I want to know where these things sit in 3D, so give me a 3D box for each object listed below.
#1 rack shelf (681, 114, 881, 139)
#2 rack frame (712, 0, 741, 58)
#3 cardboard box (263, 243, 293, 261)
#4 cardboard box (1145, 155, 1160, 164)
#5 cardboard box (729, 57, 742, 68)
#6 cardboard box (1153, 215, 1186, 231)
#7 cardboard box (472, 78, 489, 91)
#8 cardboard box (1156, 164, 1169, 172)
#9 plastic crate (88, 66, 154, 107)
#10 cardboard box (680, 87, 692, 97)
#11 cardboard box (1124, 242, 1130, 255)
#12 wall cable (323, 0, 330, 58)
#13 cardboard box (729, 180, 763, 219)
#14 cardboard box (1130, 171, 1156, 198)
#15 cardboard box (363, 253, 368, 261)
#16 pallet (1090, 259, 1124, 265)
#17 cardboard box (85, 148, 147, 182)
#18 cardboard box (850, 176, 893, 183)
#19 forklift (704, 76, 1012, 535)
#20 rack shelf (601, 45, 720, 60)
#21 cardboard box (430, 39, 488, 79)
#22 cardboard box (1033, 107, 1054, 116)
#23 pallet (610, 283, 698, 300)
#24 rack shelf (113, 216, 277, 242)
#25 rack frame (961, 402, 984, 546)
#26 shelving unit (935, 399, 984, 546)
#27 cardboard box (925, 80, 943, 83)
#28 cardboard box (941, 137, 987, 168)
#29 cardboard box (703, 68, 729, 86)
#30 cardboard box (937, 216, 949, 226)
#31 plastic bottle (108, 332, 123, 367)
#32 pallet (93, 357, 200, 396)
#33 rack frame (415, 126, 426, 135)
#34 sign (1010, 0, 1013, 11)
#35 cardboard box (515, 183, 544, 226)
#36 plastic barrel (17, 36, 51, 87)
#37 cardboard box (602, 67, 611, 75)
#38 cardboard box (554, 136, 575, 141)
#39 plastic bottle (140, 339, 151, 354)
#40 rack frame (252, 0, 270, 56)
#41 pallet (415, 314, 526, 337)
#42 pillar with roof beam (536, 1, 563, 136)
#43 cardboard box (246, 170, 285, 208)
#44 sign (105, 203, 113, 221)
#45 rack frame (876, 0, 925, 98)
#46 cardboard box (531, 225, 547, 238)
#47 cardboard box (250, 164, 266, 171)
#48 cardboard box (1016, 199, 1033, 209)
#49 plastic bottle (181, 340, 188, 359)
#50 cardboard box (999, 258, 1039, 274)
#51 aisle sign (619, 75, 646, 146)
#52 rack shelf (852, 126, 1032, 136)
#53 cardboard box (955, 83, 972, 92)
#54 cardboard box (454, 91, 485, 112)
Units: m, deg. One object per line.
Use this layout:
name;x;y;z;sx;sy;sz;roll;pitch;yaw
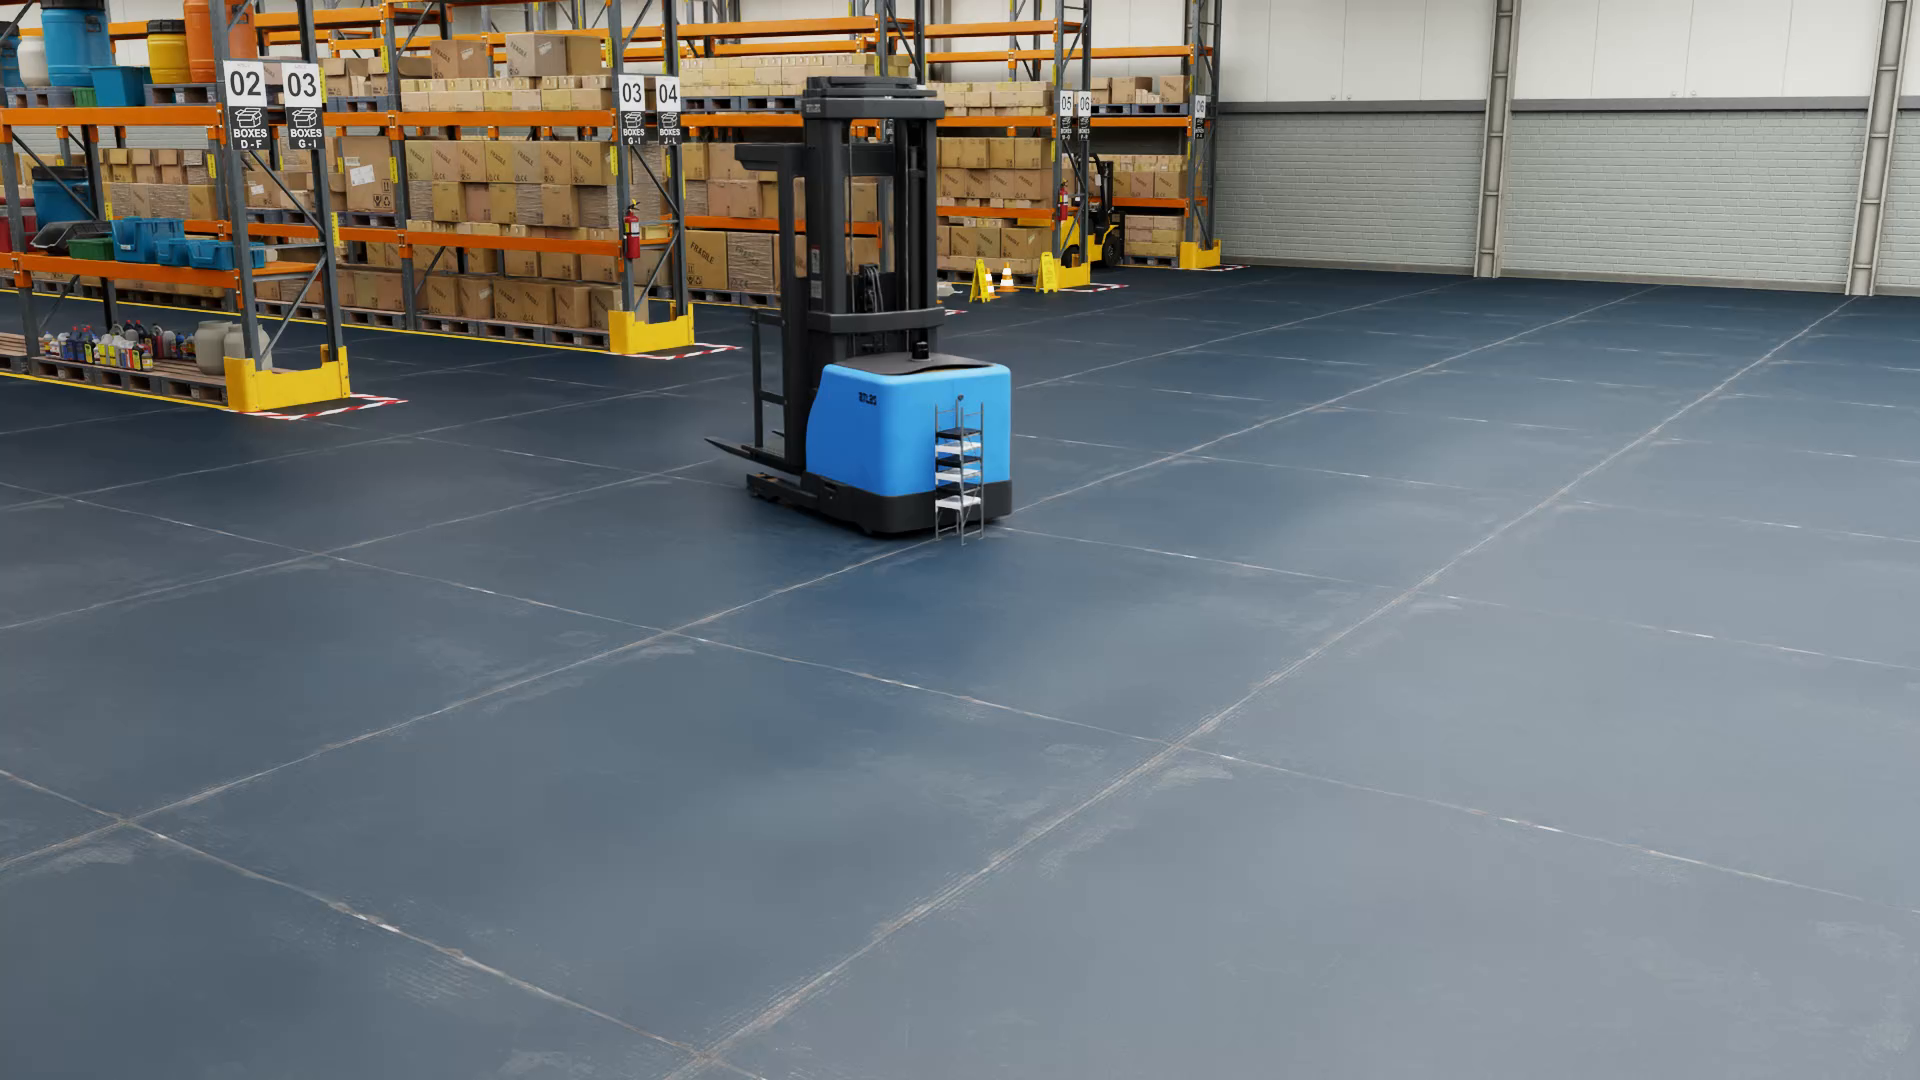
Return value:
rack shelf;-2.484;-6.133;24.611;4.000;0.370;1.077;9;17;33
rack frame;-5.336;-11.270;37.623;0.127;3.000;1.000;9;17;33
cardboard box;-9.742;-4.136;24.014;0.500;0.250;0.500;10;17;35
cardboard box;3.752;-7.319;31.970;0.250;0.149;0.380;10;17;34
cardboard box;-3.185;-7.015;24.458;0.250;0.149;0.380;9;17;33
cardboard box;4.065;-6.103;32.001;0.500;0.250;0.500;10;17;35
cardboard box;-5.795;-5.623;20.537;0.250;0.149;0.380;9;16;32
cardboard box;3.948;-7.131;31.830;0.250;0.149;0.380;9;17;34
plastic crate;-8.192;-4.439;16.304;0.575;0.384;0.392;9;17;33
cardboard box;-4.032;-6.764;25.105;0.250;0.149;0.380;9;16;32
cardboard box;3.237;-5.755;32.679;0.500;0.250;0.500;9;17;33
wall cable;-15.878;-11.673;39.249;0.029;3.000;2.355;9;17;33
cardboard box;-2.980;-5.155;25.093;0.550;0.550;0.875;9;17;33
cardboard box;3.641;-6.882;32.175;0.500;0.500;0.500;10;17;35
cardboard box;-10.905;-5.300;31.051;0.250;0.149;0.380;8;16;30
pallet;2.955;-5.653;33.221;1.213;0.211;1.003;9;17;33
cardboard box;-13.100;-5.843;25.890;0.637;0.503;0.797;9;16;31
cardboard box;-1.111;-5.412;23.886;0.550;0.550;0.875;9;17;33
forklift;-0.895;-1.760;11.833;1.130;2.935;3.031;-9;17;-33
rack shelf;-6.444;-9.468;32.674;4.000;0.370;1.077;9;17;33
cardboard box;-6.480;-6.201;21.521;0.500;0.500;0.500;9;16;31
cardboard box;1.402;-7.085;27.481;0.250;0.149;0.380;9;17;33
pallet;-4.826;-4.029;26.661;1.213;0.211;1.003;9;17;33
rack shelf;-11.975;-4.774;25.365;4.000;0.370;1.077;9;17;33
rack frame;0.079;-0.421;10.652;0.006;0.900;0.240;10;17;35
shelving unit;-0.003;-0.436;10.711;0.210;0.900;0.258;10;17;35
cardboard box;-0.708;-9.296;34.602;0.500;0.500;0.500;10;17;34
cardboard box;0.075;-6.674;28.632;0.500;0.500;0.700;9;17;32
cardboard box;-3.475;-6.886;24.765;0.500;0.250;0.500;9;17;32
cardboard box;-0.404;-5.577;29.049;0.250;0.149;0.380;10;17;36
plastic bottle;-8.658;-1.961;17.099;0.185;0.351;0.144;10;17;35
pallet;-8.210;-1.716;17.316;1.213;0.211;1.003;9;17;33
rack frame;-11.423;-7.904;36.511;0.127;3.000;1.000;9;17;33
sign;1.009;-10.579;32.724;0.005;0.325;0.100;9;17;33
cardboard box;-4.991;-4.174;20.613;0.500;0.500;0.875;9;17;33
plastic barrel;-9.513;-4.949;17.223;0.421;0.512;0.421;0;14;0
cardboard box;-5.864;-7.411;26.984;0.500;0.500;0.500;9;17;33
cardboard box;-8.221;-8.311;34.514;0.250;0.149;0.380;9;16;32
plastic bottle;-8.345;-1.909;17.032;0.133;0.283;0.061;9;17;33
rack frame;-10.315;-7.768;23.474;0.127;3.000;1.000;9;17;33
pallet;-6.419;-2.882;22.028;1.213;0.211;1.003;9;17;33
pillar with roof beam;-12.792;-11.489;38.510;0.400;9.000;9.100;9;17;33
cardboard box;-9.845;-5.043;23.872;0.500;0.500;0.500;7;15;26
sign;-9.444;-3.574;18.443;0.005;0.325;0.100;9;17;33
rack frame;-0.825;-7.670;23.081;0.127;3.000;1.000;9;17;33
cardboard box;-5.075;-3.822;20.543;0.250;0.149;0.380;9;17;33
cardboard box;-13.025;-6.846;31.411;0.500;0.500;0.500;9;17;34
cardboard box;1.152;-5.656;27.952;0.250;0.149;0.380;9;16;32
plastic bottle;-8.221;-2.028;17.682;0.097;0.201;0.097;0;14;0
cardboard box;1.013;-4.686;28.357;0.500;0.250;0.500;9;17;33
aisle sign;-3.793;-4.976;19.274;0.004;0.787;0.394;9;17;33
rack shelf;-0.358;-8.660;34.820;4.000;0.370;1.077;9;17;33
cardboard box;0.117;-7.665;28.166;0.250;0.149;0.380;10;17;34
cardboard box;-5.917;-5.452;20.675;0.500;0.250;0.500;8;16;31
